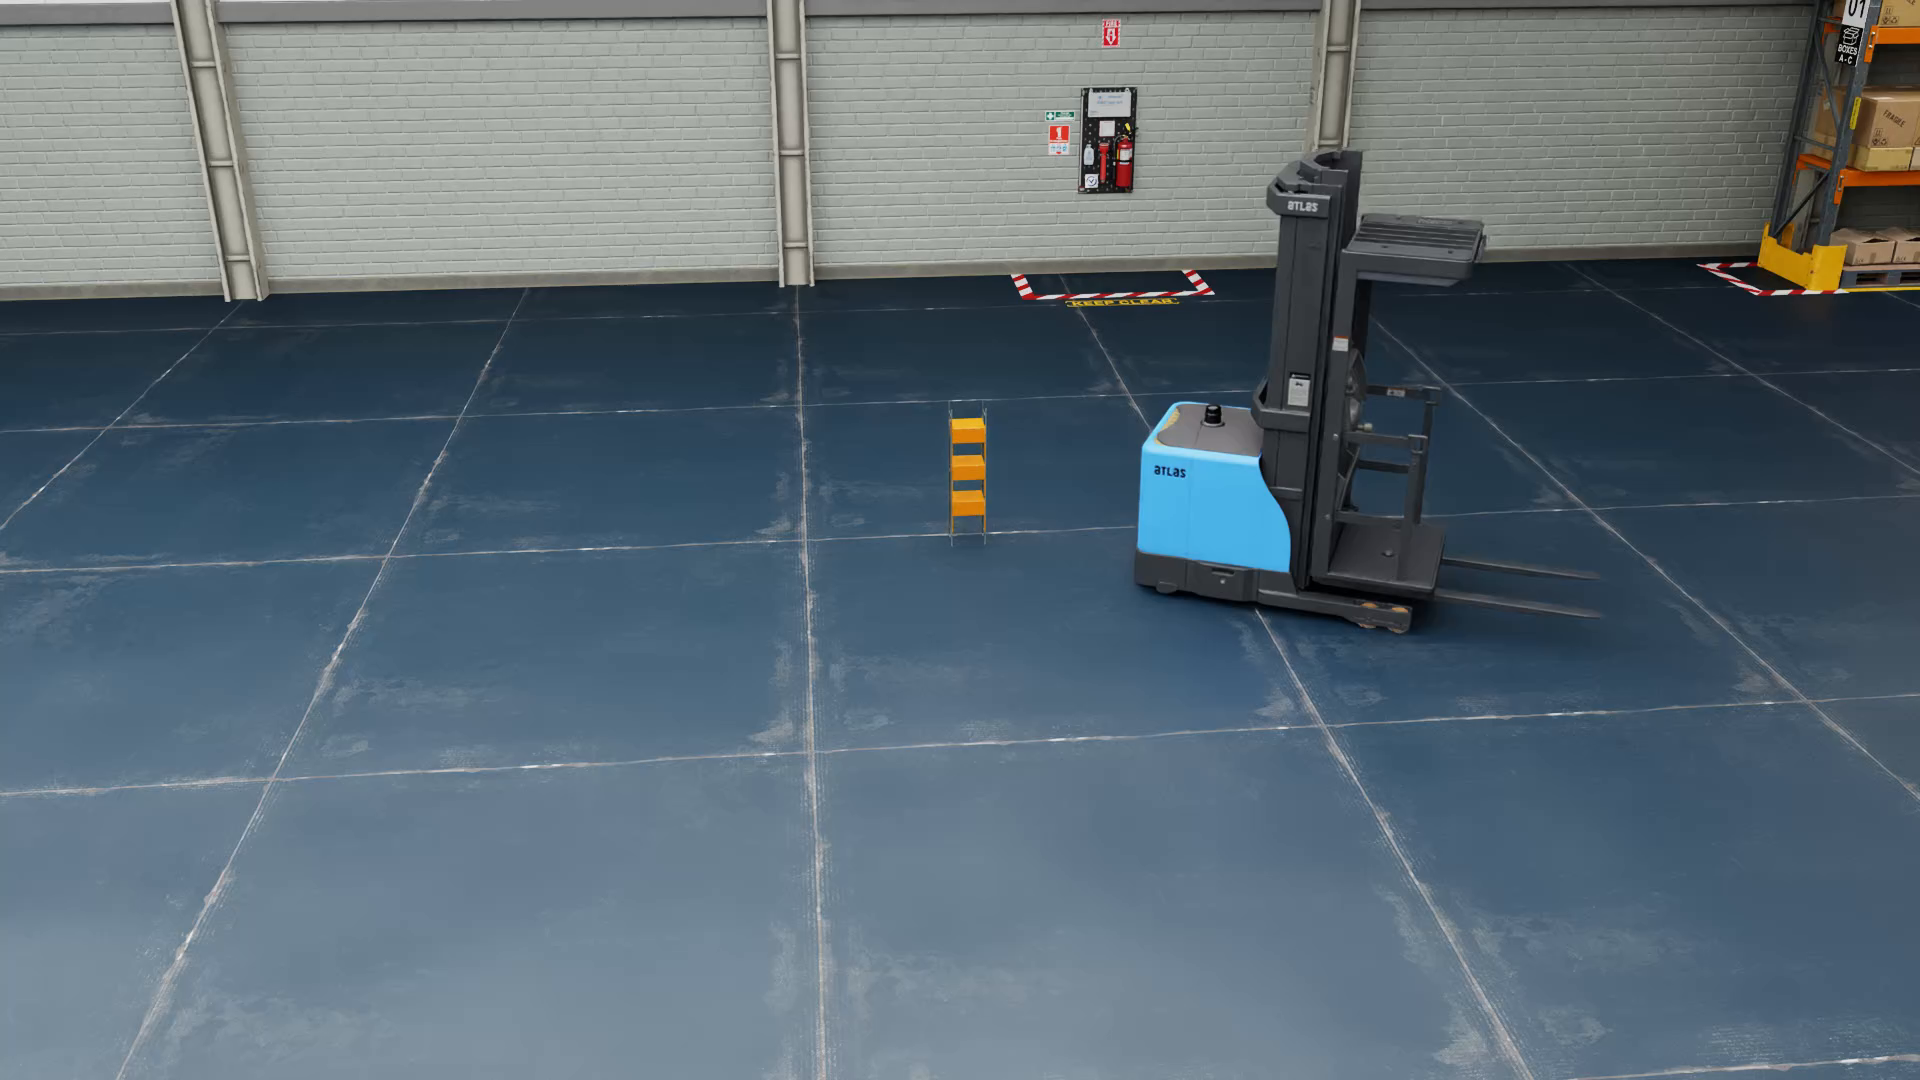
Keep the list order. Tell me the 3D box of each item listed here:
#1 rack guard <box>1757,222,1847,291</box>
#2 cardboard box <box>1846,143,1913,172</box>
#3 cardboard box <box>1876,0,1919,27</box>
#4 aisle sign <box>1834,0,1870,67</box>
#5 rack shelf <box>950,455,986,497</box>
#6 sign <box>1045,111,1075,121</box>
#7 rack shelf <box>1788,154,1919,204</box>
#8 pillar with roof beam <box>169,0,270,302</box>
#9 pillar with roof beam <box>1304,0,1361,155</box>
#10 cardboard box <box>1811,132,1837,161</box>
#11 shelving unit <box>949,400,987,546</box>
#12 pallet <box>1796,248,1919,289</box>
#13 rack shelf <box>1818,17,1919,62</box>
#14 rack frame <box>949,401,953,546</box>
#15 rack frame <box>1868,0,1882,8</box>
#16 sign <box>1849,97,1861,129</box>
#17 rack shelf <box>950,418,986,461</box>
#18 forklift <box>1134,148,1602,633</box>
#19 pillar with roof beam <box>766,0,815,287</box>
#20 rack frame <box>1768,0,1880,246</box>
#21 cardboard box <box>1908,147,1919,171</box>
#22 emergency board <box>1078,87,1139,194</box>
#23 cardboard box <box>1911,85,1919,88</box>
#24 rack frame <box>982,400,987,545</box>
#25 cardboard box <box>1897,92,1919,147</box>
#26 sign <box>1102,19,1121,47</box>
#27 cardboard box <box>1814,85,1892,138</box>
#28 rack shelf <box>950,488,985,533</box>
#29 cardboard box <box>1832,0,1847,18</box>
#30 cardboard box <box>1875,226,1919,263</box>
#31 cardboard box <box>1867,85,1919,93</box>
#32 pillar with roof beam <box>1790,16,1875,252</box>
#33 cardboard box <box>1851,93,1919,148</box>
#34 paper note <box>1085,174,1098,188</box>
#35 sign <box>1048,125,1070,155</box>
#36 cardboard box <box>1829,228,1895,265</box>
[{"bbox_3d":[9.565,-3.236,18.915,0.348,0.500,1.175,-2,24,-5],"label":"rack guard"},{"bbox_3d":[10.006,-4.207,18.182,0.500,0.250,0.500,-3,24,-7],"label":"cardboard box"},{"bbox_3d":[9.846,-5.713,17.569,0.500,0.500,0.500,-2,24,-4],"label":"cardboard box"},{"bbox_3d":[9.447,-5.439,17.593,0.004,0.787,0.394,-2,24,-5],"label":"aisle sign"},{"bbox_3d":[0.053,-0.472,12.046,0.240,0.259,0.215,-2,24,-5],"label":"rack shelf"},{"bbox_3d":[1.112,-4.705,18.445,0.331,0.109,0.001,-2,24,-5],"label":"sign"},{"bbox_3d":[11.479,-4.126,18.726,4.000,0.370,1.077,-2,24,-5],"label":"rack shelf"},{"bbox_3d":[-7.389,-5.035,12.500,0.400,9.000,9.100,-2,24,-5],"label":"pillar with roof beam"},{"bbox_3d":[4.553,-5.515,13.577,0.400,9.000,9.100,-2,24,-5],"label":"pillar with roof beam"},{"bbox_3d":[9.935,-4.413,18.645,0.500,0.250,0.500,-2,24,-4],"label":"cardboard box"},{"bbox_3d":[0.053,-0.482,12.042,0.252,1.050,0.215,-2,24,-5],"label":"shelving unit"},{"bbox_3d":[10.376,-3.122,19.014,1.213,0.211,1.003,-2,24,-5],"label":"pallet"},{"bbox_3d":[11.479,-5.497,18.117,4.000,0.370,1.077,-2,24,-5],"label":"rack shelf"},{"bbox_3d":[-0.068,-0.477,12.031,0.008,1.050,0.200,-2,24,-5],"label":"rack frame"},{"bbox_3d":[9.489,-7.117,17.182,0.127,3.000,1.000,-2,24,-5],"label":"rack frame"},{"bbox_3d":[9.542,-4.551,17.731,0.005,0.325,0.100,-2,24,-5],"label":"sign"},{"bbox_3d":[0.053,-0.732,11.931,0.240,0.259,0.215,-2,24,-5],"label":"rack shelf"},{"bbox_3d":[2.772,-0.974,10.833,3.031,2.935,1.130,8,25,18],"label":"forklift"},{"bbox_3d":[-1.418,-5.275,13.039,0.400,9.000,9.100,-2,24,-5],"label":"pillar with roof beam"},{"bbox_3d":[9.489,-4.375,18.400,0.127,3.000,1.000,-2,24,-5],"label":"rack frame"},{"bbox_3d":[10.521,-4.233,18.241,0.500,0.250,0.500,-3,24,-7],"label":"cardboard box"},{"bbox_3d":[1.667,-4.430,18.524,0.643,1.169,0.194,-2,24,-5],"label":"emergency board"},{"bbox_3d":[10.953,-4.802,18.597,0.500,0.500,0.500,-3,24,-7],"label":"cardboard box"},{"bbox_3d":[0.175,-0.487,12.053,0.008,1.050,0.200,-2,24,-5],"label":"rack frame"},{"bbox_3d":[10.486,-4.572,18.079,0.500,0.500,0.500,-2,24,-5],"label":"cardboard box"},{"bbox_3d":[1.649,-5.529,18.143,0.199,0.298,0.001,-2,24,-5],"label":"sign"},{"bbox_3d":[9.937,-4.763,18.510,0.500,0.500,0.500,-3,24,-6],"label":"cardboard box"},{"bbox_3d":[0.053,-0.218,12.159,0.240,0.259,0.215,-2,24,-5],"label":"rack shelf"},{"bbox_3d":[9.879,-5.920,18.034,0.500,0.500,0.500,-1,24,-1],"label":"cardboard box"},{"bbox_3d":[10.754,-3.361,18.888,0.500,0.311,0.500,0,24,-1],"label":"cardboard box"},{"bbox_3d":[10.439,-4.779,18.546,0.500,0.500,0.500,-2,24,-4],"label":"cardboard box"},{"bbox_3d":[10.524,-5.754,14.116,0.400,9.000,9.100,-2,24,-5],"label":"pillar with roof beam"},{"bbox_3d":[9.994,-4.556,18.044,0.500,0.500,0.500,-2,24,-5],"label":"cardboard box"},{"bbox_3d":[1.484,-4.048,18.749,0.142,0.148,0.016,-2,24,-5],"label":"paper note"},{"bbox_3d":[1.106,-4.466,18.560,0.234,0.329,0.001,-2,24,-5],"label":"sign"},{"bbox_3d":[10.186,-3.339,18.837,0.500,0.311,0.500,-5,24,-11],"label":"cardboard box"}]
